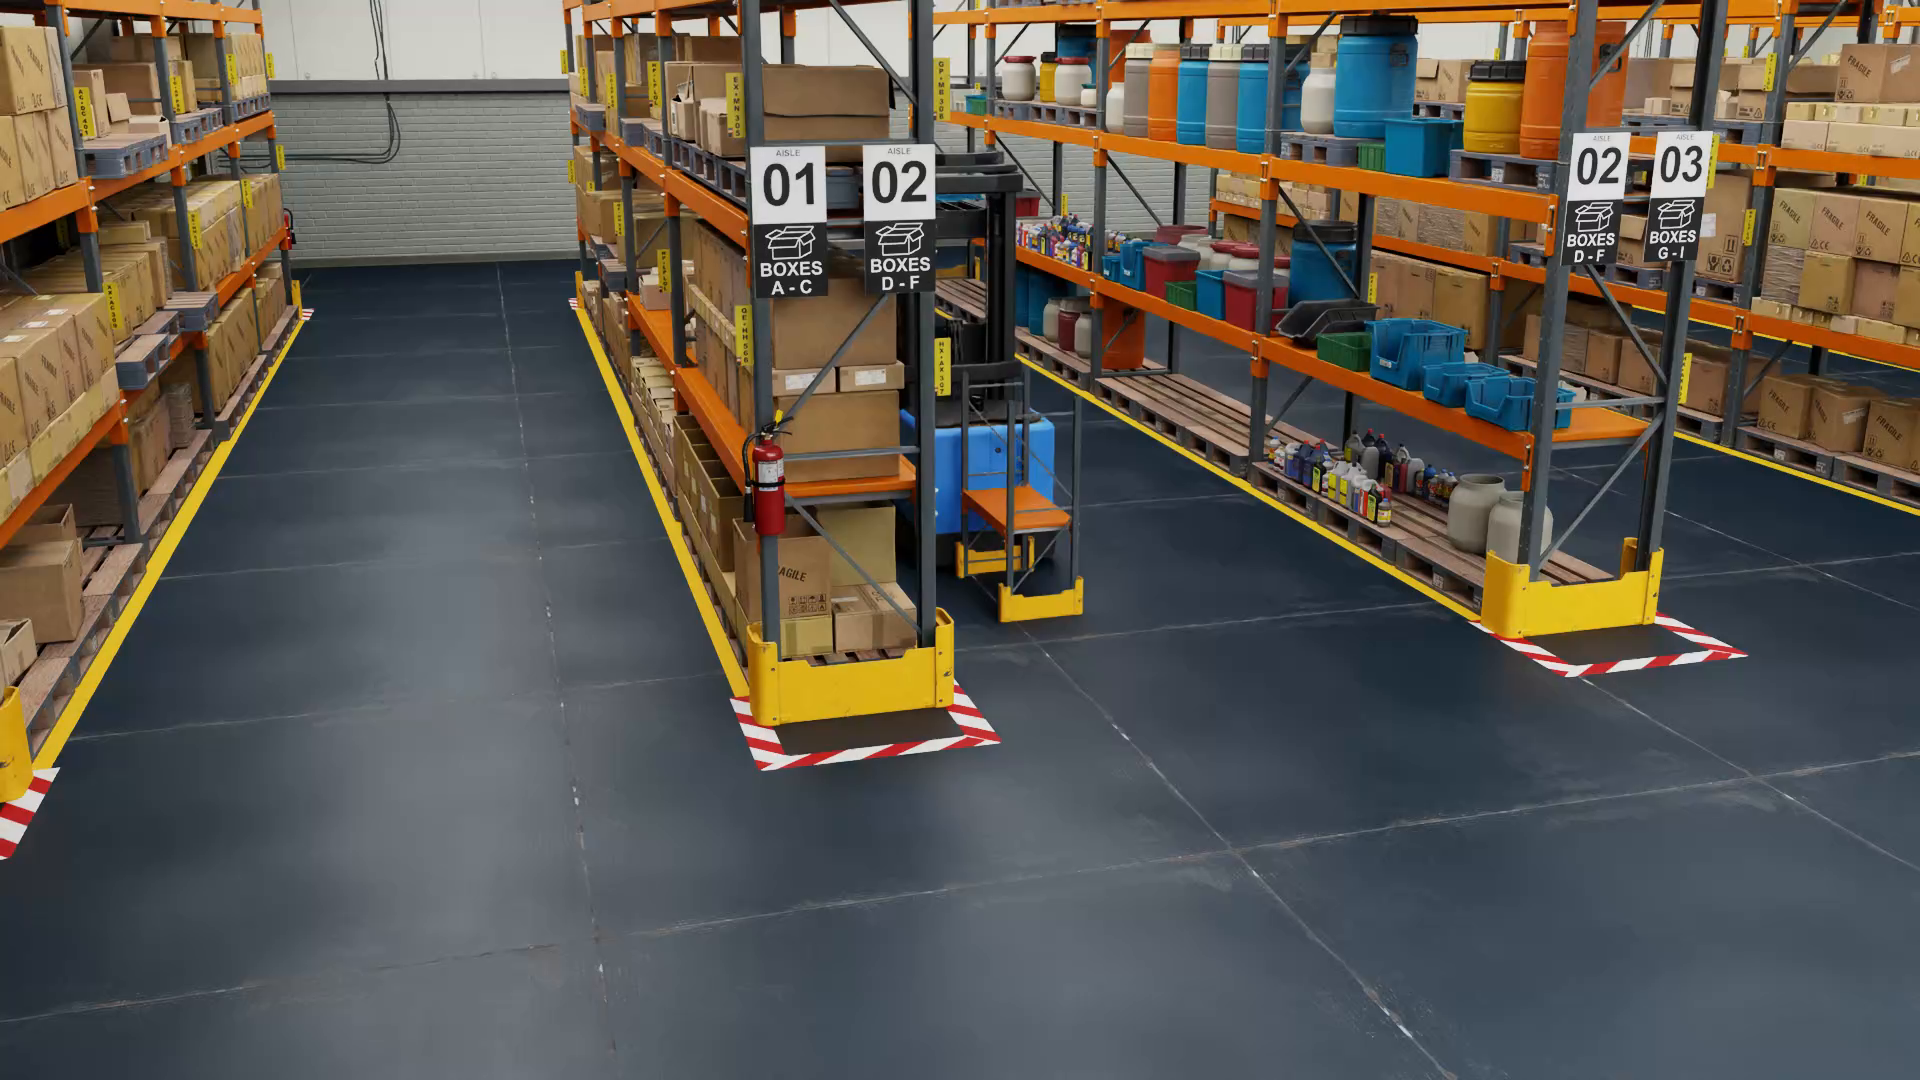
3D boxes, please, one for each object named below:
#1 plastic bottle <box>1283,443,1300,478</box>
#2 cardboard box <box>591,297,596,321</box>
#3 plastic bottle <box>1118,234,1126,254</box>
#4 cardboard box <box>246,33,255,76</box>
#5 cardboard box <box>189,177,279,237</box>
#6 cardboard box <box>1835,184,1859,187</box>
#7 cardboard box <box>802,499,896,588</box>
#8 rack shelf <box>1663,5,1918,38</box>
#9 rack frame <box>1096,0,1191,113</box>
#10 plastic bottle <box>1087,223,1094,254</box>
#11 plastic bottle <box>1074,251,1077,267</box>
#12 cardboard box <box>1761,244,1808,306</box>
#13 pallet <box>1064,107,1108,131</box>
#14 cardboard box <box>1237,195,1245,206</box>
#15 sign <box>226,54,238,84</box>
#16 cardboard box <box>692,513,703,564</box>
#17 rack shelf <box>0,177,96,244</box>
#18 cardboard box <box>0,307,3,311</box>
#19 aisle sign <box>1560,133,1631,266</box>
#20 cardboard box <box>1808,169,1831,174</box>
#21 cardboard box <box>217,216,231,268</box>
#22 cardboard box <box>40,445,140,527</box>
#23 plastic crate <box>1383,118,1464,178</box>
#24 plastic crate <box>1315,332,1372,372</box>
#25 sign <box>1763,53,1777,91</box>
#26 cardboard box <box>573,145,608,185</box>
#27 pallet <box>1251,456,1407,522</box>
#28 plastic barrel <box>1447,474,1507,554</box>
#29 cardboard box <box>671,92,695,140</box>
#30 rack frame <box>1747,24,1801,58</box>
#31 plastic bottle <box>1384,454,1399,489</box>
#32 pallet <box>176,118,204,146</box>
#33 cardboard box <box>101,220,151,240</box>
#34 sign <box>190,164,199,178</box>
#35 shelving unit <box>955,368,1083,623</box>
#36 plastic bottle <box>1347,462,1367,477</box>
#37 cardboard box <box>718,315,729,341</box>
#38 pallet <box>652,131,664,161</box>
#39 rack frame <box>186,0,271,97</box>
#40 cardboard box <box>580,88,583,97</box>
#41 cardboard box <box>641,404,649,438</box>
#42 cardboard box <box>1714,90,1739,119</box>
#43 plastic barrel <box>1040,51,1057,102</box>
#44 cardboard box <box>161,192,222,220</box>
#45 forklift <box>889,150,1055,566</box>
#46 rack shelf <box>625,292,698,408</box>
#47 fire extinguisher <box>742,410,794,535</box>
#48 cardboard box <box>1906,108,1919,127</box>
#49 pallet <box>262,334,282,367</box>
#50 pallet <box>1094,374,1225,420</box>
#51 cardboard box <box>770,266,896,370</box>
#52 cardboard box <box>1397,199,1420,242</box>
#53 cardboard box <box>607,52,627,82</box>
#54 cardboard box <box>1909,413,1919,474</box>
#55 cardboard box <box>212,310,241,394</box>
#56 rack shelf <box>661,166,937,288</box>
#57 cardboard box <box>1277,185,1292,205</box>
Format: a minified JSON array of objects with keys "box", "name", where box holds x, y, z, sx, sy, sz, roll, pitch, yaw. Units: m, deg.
[{"box":[2.809,-0.670,13.937,0.152,0.276,0.135,-4,17,-13],"name":"plastic bottle"},{"box":[-4.570,-3.061,21.839,0.500,0.311,0.500,-5,17,-15],"name":"cardboard box"},{"box":[1.888,-3.426,19.369,0.097,0.271,0.097,0,17,0],"name":"plastic bottle"},{"box":[-9.054,-6.019,20.614,0.500,0.500,0.500,-5,18,-18],"name":"cardboard box"},{"box":[-9.435,-4.313,21.573,0.980,0.700,0.700,-5,17,-16],"name":"cardboard box"},{"box":[11.407,-4.487,21.348,0.380,0.149,0.250,-5,17,-16],"name":"cardboard box"},{"box":[-0.709,-0.024,10.564,0.500,0.500,0.500,-5,17,-15],"name":"cardboard box"},{"box":[10.938,-6.726,21.647,1.077,0.370,4.000,-5,17,-15],"name":"rack shelf"},{"box":[1.928,-5.953,17.128,1.000,3.000,0.127,-5,17,-15],"name":"rack frame"},{"box":[1.590,-3.580,19.743,0.144,0.351,0.185,-5,17,-15],"name":"plastic bottle"},{"box":[1.329,-3.160,18.604,0.097,0.201,0.097,0,17,0],"name":"plastic bottle"},{"box":[7.854,-2.426,15.124,0.875,0.500,0.500,-5,17,-15],"name":"cardboard box"},{"box":[1.812,-4.645,18.317,1.003,0.211,1.213,-5,17,-15],"name":"pallet"},{"box":[4.488,-5.226,25.573,0.380,0.149,0.250,-5,17,-16],"name":"cardboard box"},{"box":[-8.177,-5.284,18.668,0.100,0.325,0.005,-5,17,-15],"name":"sign"},{"box":[-1.635,-0.038,11.912,0.500,0.250,0.500,-5,17,-15],"name":"cardboard box"},{"box":[-5.948,-1.729,9.531,1.077,0.370,4.000,-5,17,-15],"name":"rack shelf"},{"box":[-6.431,-1.197,10.646,0.500,0.500,0.500,-5,17,-16],"name":"cardboard box"},{"box":[3.861,-2.069,10.106,0.394,0.787,0.004,-5,17,-15],"name":"aisle sign"},{"box":[14.318,-5.943,27.350,0.500,0.500,0.500,-4,17,-13],"name":"cardboard box"},{"box":[-7.905,-3.078,17.258,0.500,0.500,0.500,-4,17,-14],"name":"cardboard box"},{"box":[-6.716,-0.406,12.670,0.700,0.500,0.500,-4,17,-13],"name":"cardboard box"},{"box":[3.313,-2.800,11.872,0.392,0.384,0.575,-5,17,-15],"name":"plastic crate"},{"box":[3.129,-1.474,13.014,0.450,0.188,0.662,-5,17,-15],"name":"plastic crate"},{"box":[7.257,-4.193,14.900,0.100,0.325,0.005,-5,17,-15],"name":"sign"},{"box":[-5.165,-5.285,23.422,0.500,0.500,0.500,-4,17,-14],"name":"cardboard box"},{"box":[3.172,-0.449,14.080,1.003,0.211,1.213,-5,17,-15],"name":"pallet"},{"box":[3.735,-0.191,11.970,0.421,0.512,0.421,0,17,0],"name":"plastic barrel"},{"box":[-1.703,-2.935,11.478,0.500,0.311,0.500,-6,18,-18],"name":"cardboard box"},{"box":[14.021,-9.341,28.407,1.000,3.000,0.127,-5,17,-15],"name":"rack frame"},{"box":[3.532,-0.570,13.593,0.061,0.283,0.133,-5,17,-15],"name":"plastic bottle"},{"box":[-7.825,-3.817,15.558,1.213,0.211,1.003,-4,17,-13],"name":"pallet"},{"box":[-7.474,-2.773,14.903,0.380,0.149,0.250,-7,18,-22],"name":"cardboard box"},{"box":[-10.331,-4.920,22.474,0.100,0.325,0.005,-5,17,-15],"name":"sign"},{"box":[0.399,-0.338,11.470,0.587,1.500,1.083,-5,17,-16],"name":"shelving unit"},{"box":[3.155,-0.473,13.281,0.152,0.276,0.135,-5,17,-15],"name":"plastic bottle"},{"box":[-1.419,-1.424,11.176,0.380,0.149,0.250,-5,17,-16],"name":"cardboard box"},{"box":[-1.991,-3.171,13.412,0.805,0.209,1.217,-5,18,-17],"name":"pallet"},{"box":[-9.796,-7.383,21.888,1.000,3.000,0.127,-5,17,-15],"name":"rack frame"},{"box":[-4.463,-5.652,20.730,0.500,0.250,0.500,-5,17,-15],"name":"cardboard box"},{"box":[-2.686,-1.123,15.527,0.500,0.250,0.500,-5,17,-17],"name":"cardboard box"},{"box":[7.435,-4.191,15.978,0.396,0.266,0.258,-4,17,-13],"name":"cardboard box"},{"box":[1.275,-5.678,20.369,0.600,0.588,0.600,0,17,0],"name":"plastic barrel"},{"box":[-7.910,-3.429,17.124,0.500,0.250,0.500,-5,17,-16],"name":"cardboard box"},{"box":[-0.165,-1.597,13.174,1.130,2.935,3.031,-4,17,-14],"name":"forklift"},{"box":[-2.286,-1.792,14.953,1.077,0.370,4.000,-5,17,-15],"name":"rack shelf"},{"box":[-1.051,-0.370,9.104,0.296,0.674,0.183,-5,17,-15],"name":"fire extinguisher"},{"box":[7.977,-3.449,13.573,0.380,0.149,0.250,-5,17,-16],"name":"cardboard box"},{"box":[-8.830,-2.284,20.189,1.003,0.211,1.213,-5,17,-15],"name":"pallet"},{"box":[2.104,-1.527,17.669,1.003,0.211,1.213,-5,17,-15],"name":"pallet"},{"box":[-0.767,-1.290,9.605,0.700,0.500,0.500,-5,17,-15],"name":"cardboard box"},{"box":[5.901,-4.059,21.077,0.500,0.500,0.500,-4,17,-14],"name":"cardboard box"},{"box":[-3.498,-5.015,18.143,0.600,0.600,0.600,-5,18,-17],"name":"cardboard box"},{"box":[8.383,-0.774,13.930,0.500,0.500,0.500,-3,17,-10],"name":"cardboard box"},{"box":[-7.908,-1.925,17.153,0.750,0.750,0.750,-5,17,-16],"name":"cardboard box"},{"box":[-1.186,-2.122,10.838,1.077,0.370,4.000,-5,17,-15],"name":"rack shelf"},{"box":[4.933,-5.034,24.241,0.500,0.250,0.500,-4,17,-14],"name":"cardboard box"}]
